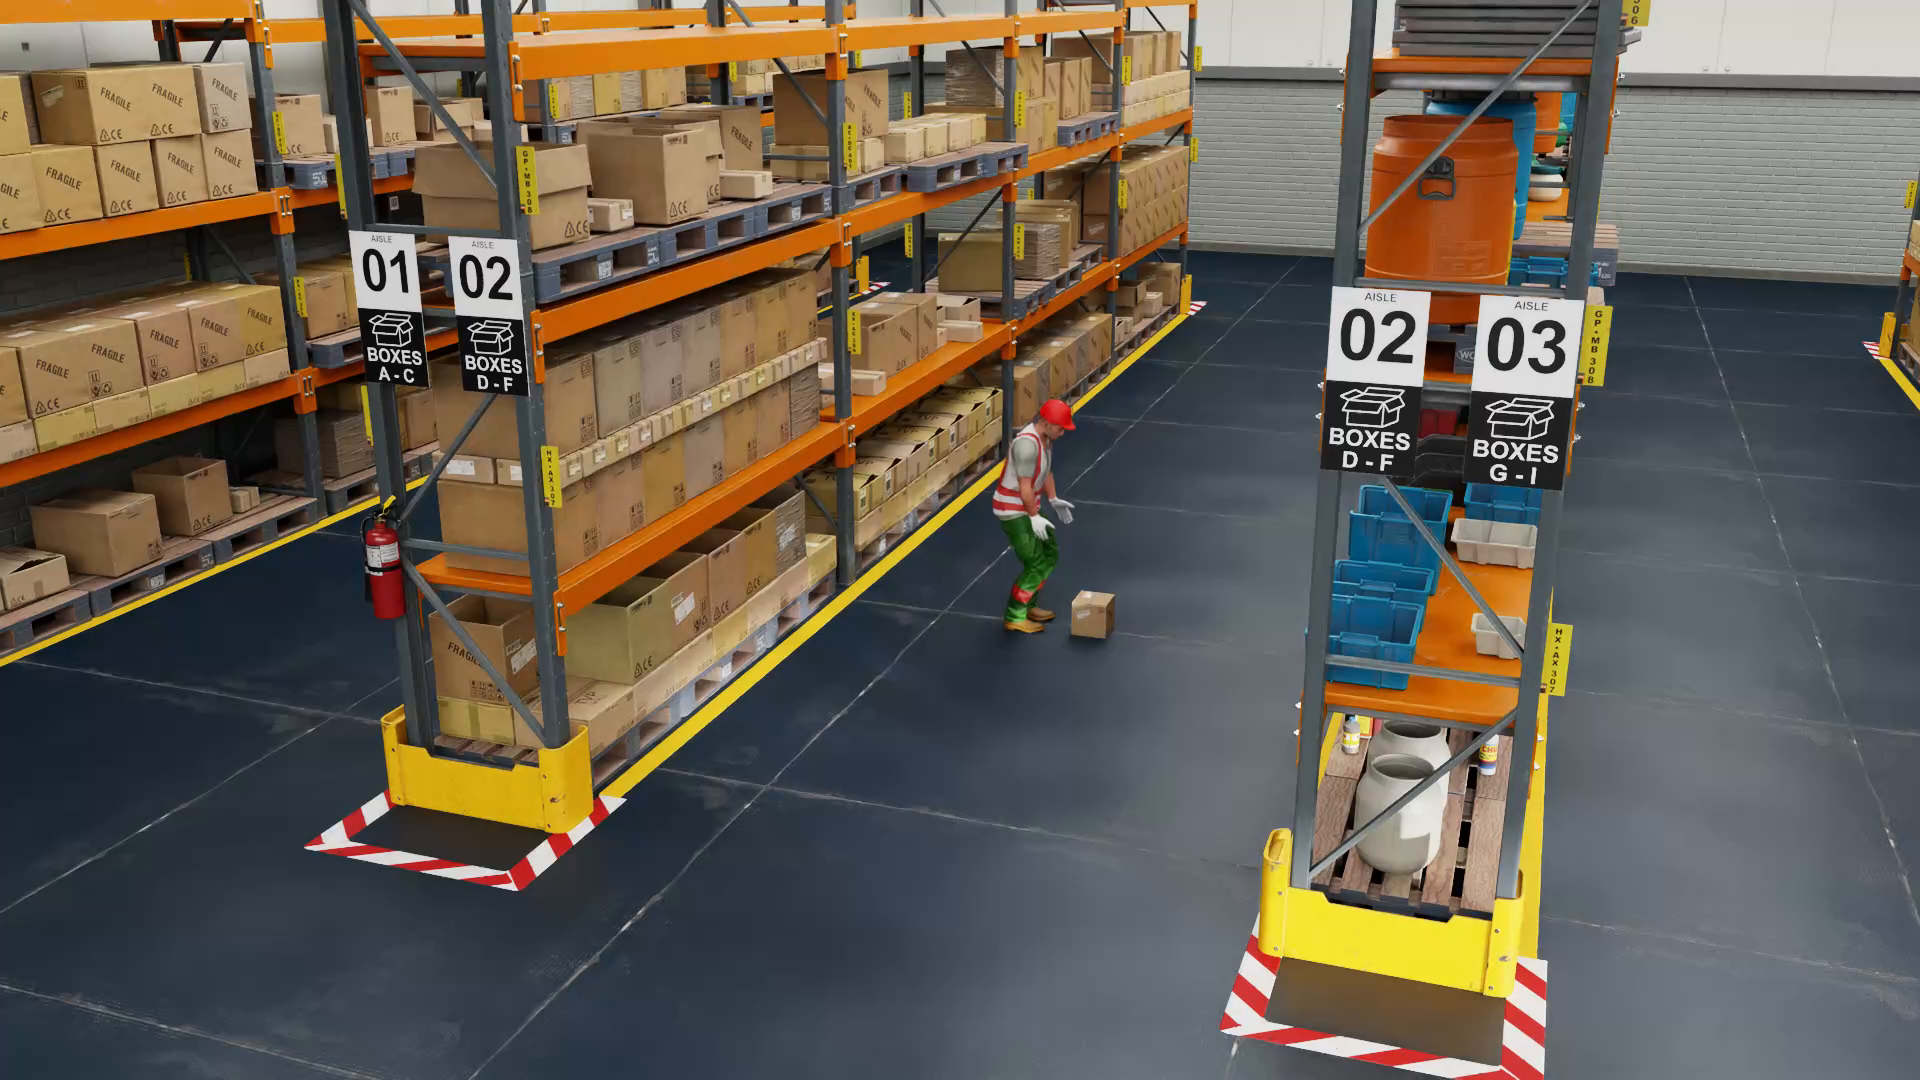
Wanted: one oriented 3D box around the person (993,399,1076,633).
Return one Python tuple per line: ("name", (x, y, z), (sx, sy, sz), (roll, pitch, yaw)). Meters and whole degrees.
("person", (0.534, -0.195, 11.803), (0.558, 1.666, 0.560), (7, 20, 19))
